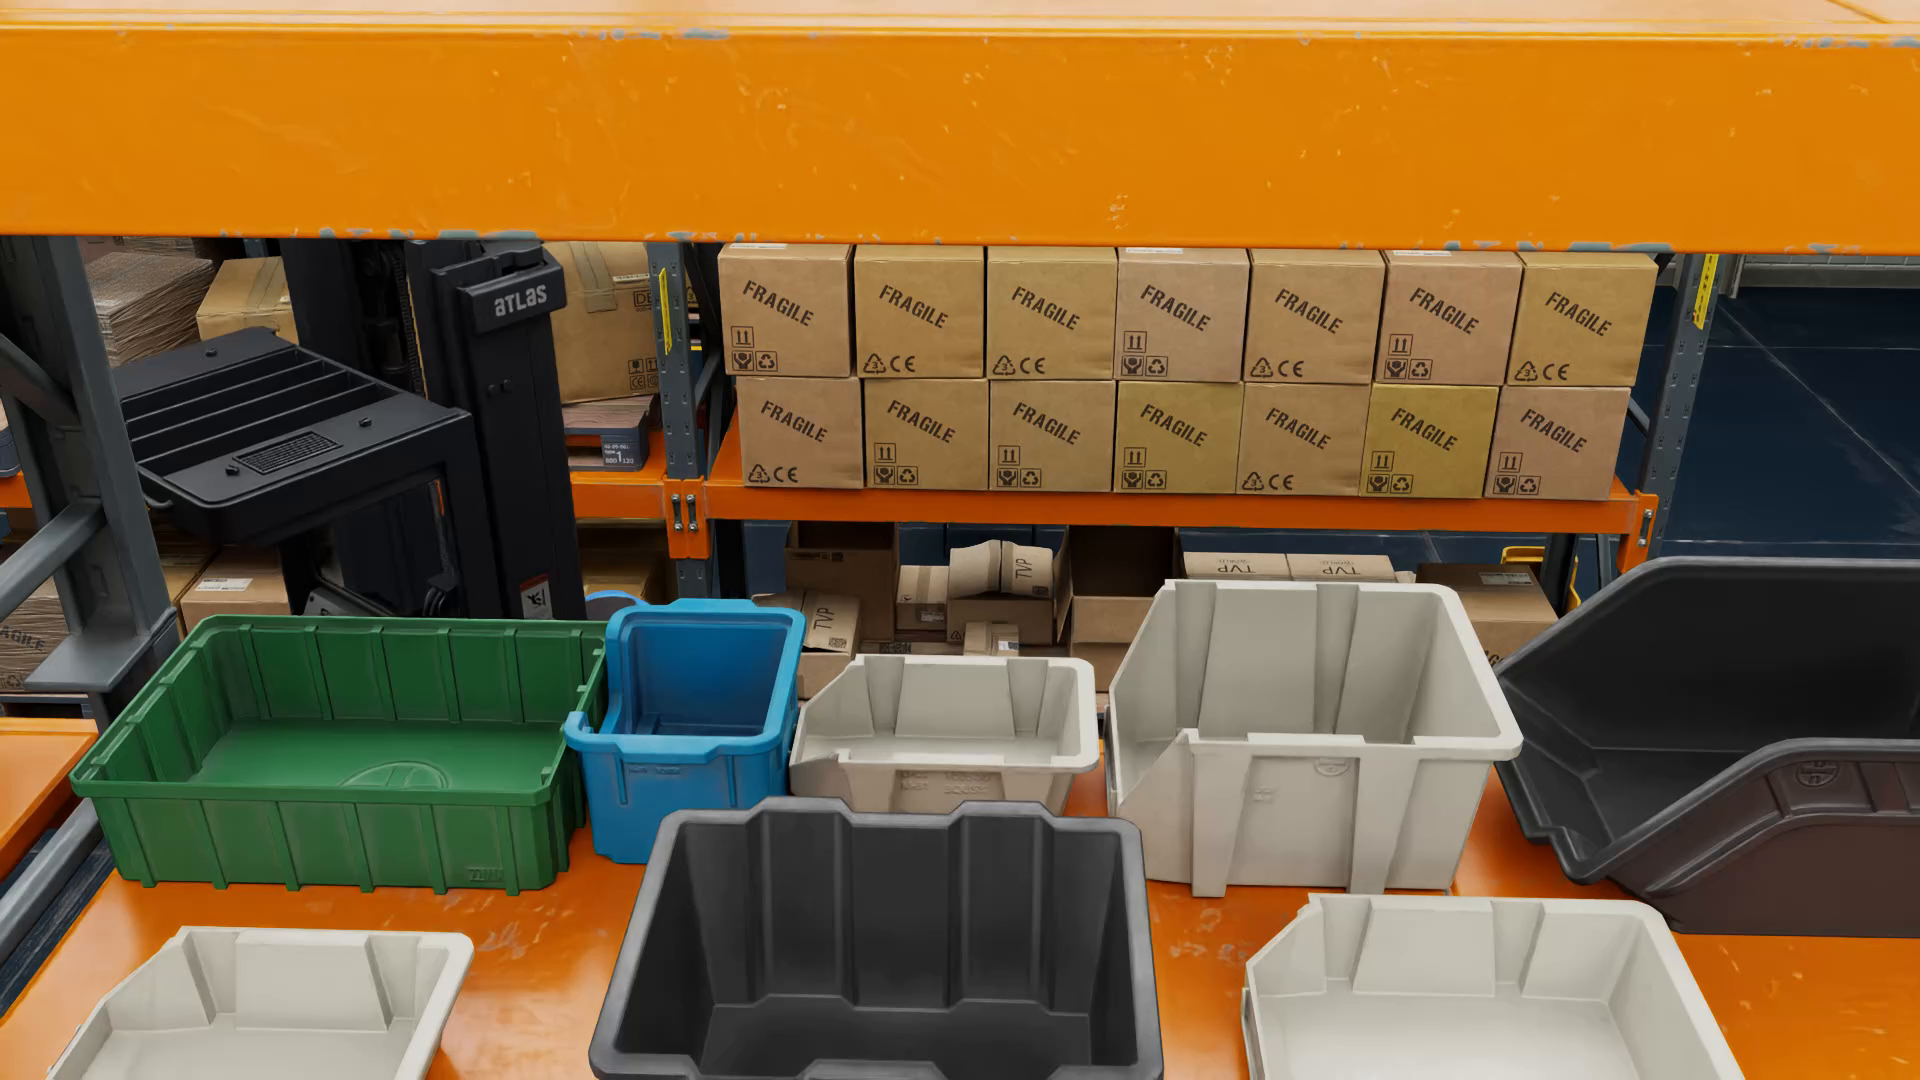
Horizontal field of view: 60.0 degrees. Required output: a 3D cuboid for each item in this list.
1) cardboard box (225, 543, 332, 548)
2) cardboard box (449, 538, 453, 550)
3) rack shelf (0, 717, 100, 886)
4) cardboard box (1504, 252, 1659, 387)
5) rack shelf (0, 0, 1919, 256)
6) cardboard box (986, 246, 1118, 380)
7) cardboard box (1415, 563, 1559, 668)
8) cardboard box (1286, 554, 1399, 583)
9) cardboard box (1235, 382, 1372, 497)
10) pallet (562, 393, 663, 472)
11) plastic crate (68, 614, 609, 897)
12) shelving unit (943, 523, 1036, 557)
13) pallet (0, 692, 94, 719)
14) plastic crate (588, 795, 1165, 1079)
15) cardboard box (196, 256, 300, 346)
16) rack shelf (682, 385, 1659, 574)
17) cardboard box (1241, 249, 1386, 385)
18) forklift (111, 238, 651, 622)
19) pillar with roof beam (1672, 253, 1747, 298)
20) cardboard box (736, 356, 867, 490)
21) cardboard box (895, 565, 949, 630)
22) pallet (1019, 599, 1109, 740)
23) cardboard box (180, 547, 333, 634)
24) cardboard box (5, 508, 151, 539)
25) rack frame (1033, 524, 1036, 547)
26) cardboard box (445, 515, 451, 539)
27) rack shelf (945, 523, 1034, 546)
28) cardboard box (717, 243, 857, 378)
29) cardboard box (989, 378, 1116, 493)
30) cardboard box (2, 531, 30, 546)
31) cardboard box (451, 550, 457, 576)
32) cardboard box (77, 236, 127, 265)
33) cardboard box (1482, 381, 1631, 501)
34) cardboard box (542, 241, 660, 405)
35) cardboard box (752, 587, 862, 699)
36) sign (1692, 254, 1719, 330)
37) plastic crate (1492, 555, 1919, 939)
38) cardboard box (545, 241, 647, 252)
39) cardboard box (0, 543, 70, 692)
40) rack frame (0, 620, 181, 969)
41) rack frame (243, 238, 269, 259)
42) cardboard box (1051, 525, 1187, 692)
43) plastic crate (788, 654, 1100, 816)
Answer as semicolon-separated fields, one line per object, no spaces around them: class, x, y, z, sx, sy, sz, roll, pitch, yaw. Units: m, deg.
cardboard box;-3.146;0.123;8.014;0.500;0.500;0.500;0;28;0
cardboard box;-2.142;0.144;7.976;0.500;0.500;0.500;1;28;3
rack shelf;-3.311;0.637;2.411;4.000;0.370;1.077;1;28;2
cardboard box;2.409;-0.939;6.645;0.500;0.500;0.500;1;28;1
rack shelf;0.687;-0.445;1.677;4.000;0.370;1.077;1;28;2
cardboard box;0.357;-0.970;6.703;0.500;0.500;0.500;0;28;0
cardboard box;2.312;0.442;7.413;0.500;0.500;0.500;1;28;2
cardboard box;1.831;0.296;7.956;0.500;0.250;0.500;1;28;2
cardboard box;1.390;-0.517;6.915;0.500;0.500;0.500;1;28;2
pallet;-1.928;-0.620;7.423;1.213;0.211;1.003;1;28;2
plastic crate;-0.878;0.311;2.483;0.662;0.188;0.450;1;28;2
shelving unit;0.165;-0.925;8.753;0.503;2.100;0.431;1;28;2
pallet;-4.386;0.555;7.977;1.213;0.211;1.003;1;28;2
plastic crate;-0.080;0.559;1.930;0.590;0.269;0.497;1;28;2
cardboard box;-2.901;-0.871;7.135;0.500;0.500;0.700;-6;29;-11
rack shelf;0.865;-0.290;7.362;4.000;0.370;1.077;1;28;2
cardboard box;1.386;-0.954;6.672;0.500;0.500;0.500;2;28;3
forklift;-1.962;0.505;5.167;1.130;2.935;3.031;21;34;34
pillar with roof beam;5.612;-3.889;6.979;0.400;9.000;9.100;1;28;2
cardboard box;-0.634;-0.549;6.976;0.500;0.500;0.500;2;28;3
cardboard box;-0.177;0.279;8.095;0.250;0.149;0.380;1;28;2
pallet;0.775;0.622;7.852;1.213;0.211;1.003;1;28;2
cardboard box;-3.140;0.367;7.554;0.500;0.500;0.500;0;28;0
cardboard box;-4.132;-0.224;7.868;0.500;0.250;0.500;2;28;4
rack frame;0.409;-0.921;8.745;0.015;2.100;0.400;1;28;2
cardboard box;-2.608;-0.201;7.824;0.500;0.250;0.500;1;28;2
rack shelf;0.165;-0.294;9.087;0.480;0.518;0.431;1;28;2
cardboard box;-0.673;-0.987;6.736;0.500;0.500;0.500;2;28;3
cardboard box;0.378;-0.533;6.946;0.500;0.500;0.500;1;28;2
cardboard box;-4.188;0.109;8.042;0.500;0.500;0.500;2;28;4
cardboard box;-2.131;0.383;7.524;0.500;0.500;0.500;1;28;2
cardboard box;-6.192;-2.166;12.333;0.500;0.500;0.700;1;28;2
cardboard box;2.407;-0.499;6.882;0.500;0.500;0.500;2;28;3
cardboard box;-1.599;-0.983;7.347;0.500;0.500;0.700;-8;29;-15
cardboard box;-0.722;0.461;7.579;0.500;0.311;0.500;1;28;2
sign;2.824;-0.966;6.297;0.005;0.325;0.100;1;28;2
plastic crate;1.168;0.292;2.360;0.767;0.338;0.504;1;28;2
cardboard box;-2.505;-2.159;11.966;0.750;0.750;0.750;2;28;3
cardboard box;-4.163;0.350;7.586;0.500;0.500;0.500;0;28;0
rack frame;-1.312;1.678;2.883;0.127;3.000;1.000;1;28;2
rack frame;-4.960;-3.026;11.755;0.127;3.000;1.000;1;28;2
cardboard box;0.744;0.296;7.684;0.637;0.503;0.797;1;28;2
plastic crate;-0.028;0.312;2.538;0.466;0.136;0.293;1;28;2
